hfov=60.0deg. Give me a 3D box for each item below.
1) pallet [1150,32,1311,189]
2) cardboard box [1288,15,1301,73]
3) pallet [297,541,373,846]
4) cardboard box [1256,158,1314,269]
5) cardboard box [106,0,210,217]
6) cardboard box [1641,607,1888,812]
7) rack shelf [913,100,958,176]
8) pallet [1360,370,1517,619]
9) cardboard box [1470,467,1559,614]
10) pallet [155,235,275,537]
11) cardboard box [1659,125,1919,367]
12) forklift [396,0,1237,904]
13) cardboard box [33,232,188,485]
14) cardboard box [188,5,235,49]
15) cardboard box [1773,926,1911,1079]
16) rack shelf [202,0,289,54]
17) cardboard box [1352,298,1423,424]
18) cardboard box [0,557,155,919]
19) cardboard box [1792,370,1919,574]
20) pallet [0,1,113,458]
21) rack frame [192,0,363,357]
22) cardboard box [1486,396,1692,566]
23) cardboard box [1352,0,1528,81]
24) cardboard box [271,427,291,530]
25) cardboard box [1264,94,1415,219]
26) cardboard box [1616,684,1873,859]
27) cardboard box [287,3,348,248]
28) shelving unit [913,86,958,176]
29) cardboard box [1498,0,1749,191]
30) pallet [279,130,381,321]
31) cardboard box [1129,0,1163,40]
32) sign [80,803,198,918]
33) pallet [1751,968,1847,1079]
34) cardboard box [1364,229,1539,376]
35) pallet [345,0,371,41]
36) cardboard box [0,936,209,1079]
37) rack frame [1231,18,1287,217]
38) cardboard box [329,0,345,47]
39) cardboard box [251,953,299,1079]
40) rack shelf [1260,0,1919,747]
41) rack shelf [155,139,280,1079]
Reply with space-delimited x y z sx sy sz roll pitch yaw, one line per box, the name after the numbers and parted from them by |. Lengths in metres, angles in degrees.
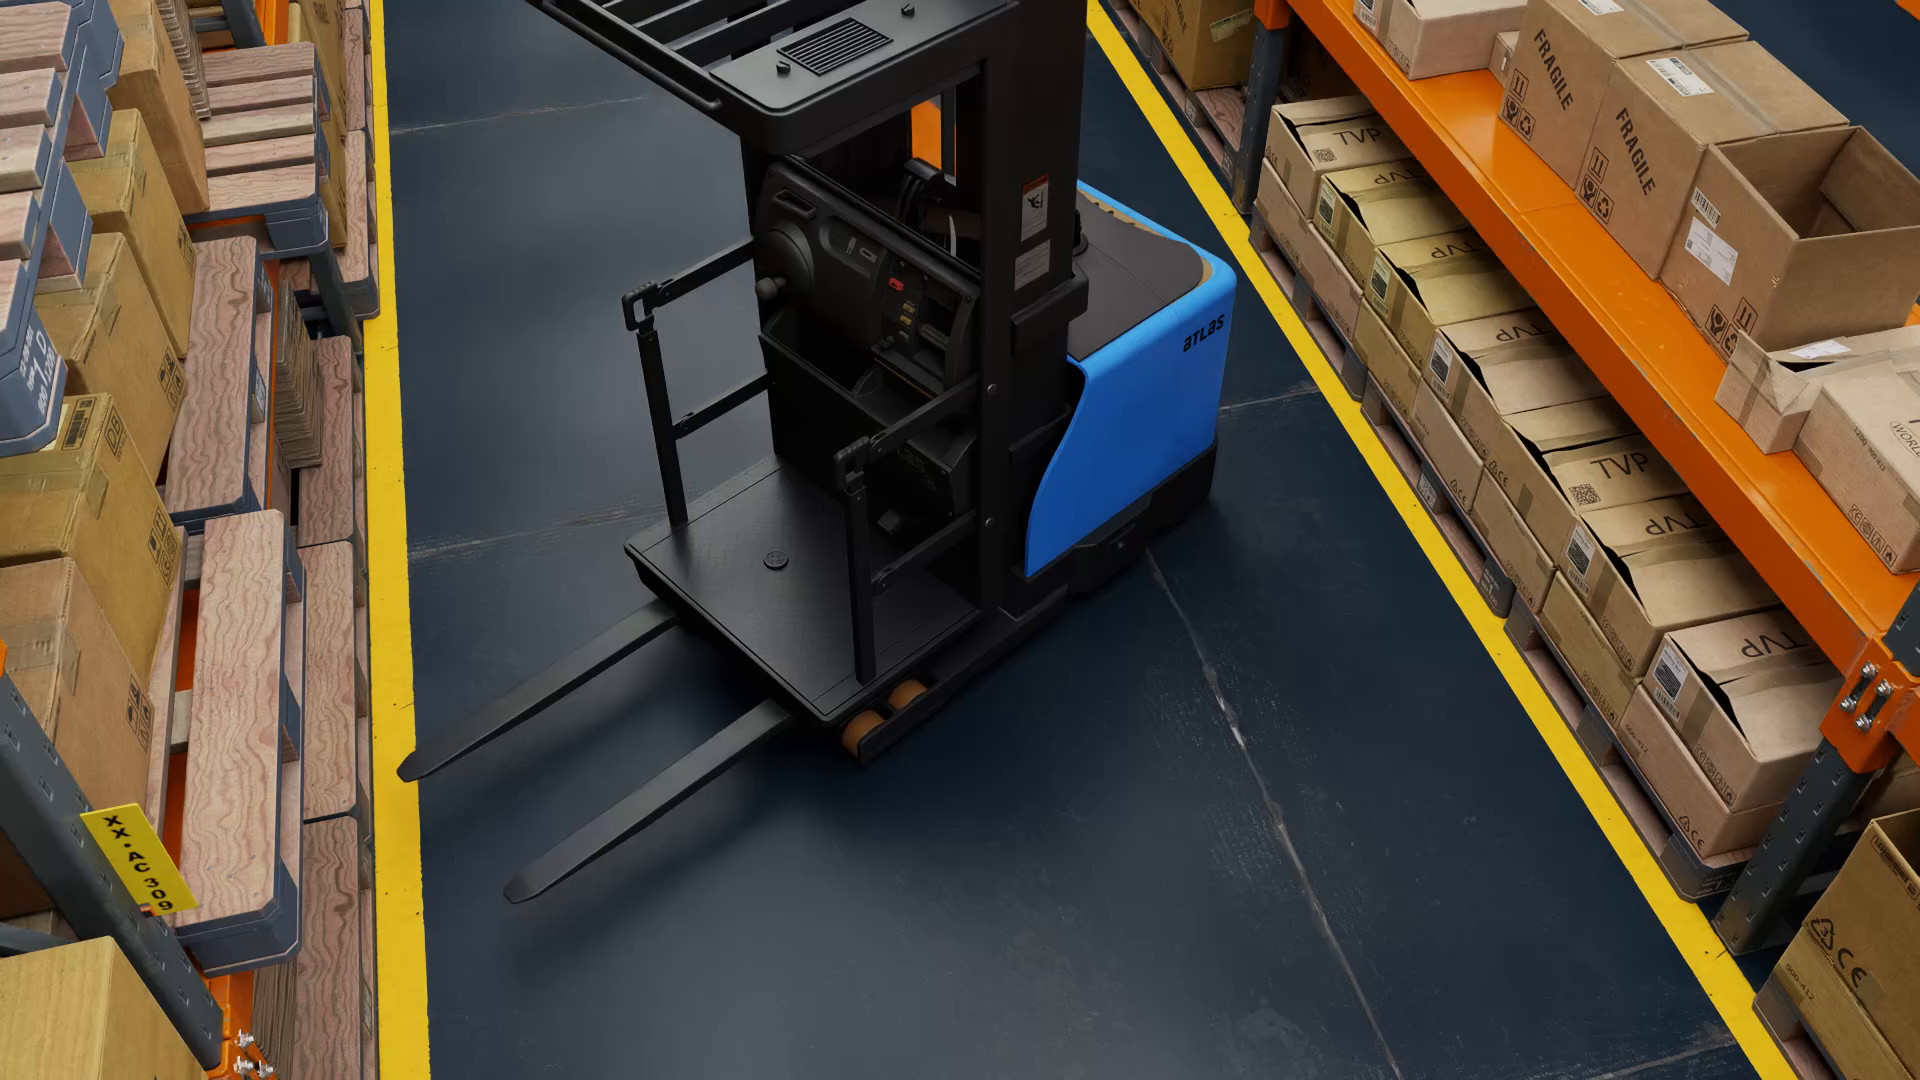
1.618 -2.231 8.288 1.003 0.211 1.213 -11 47 -10 | pallet
1.793 -2.690 8.229 0.500 0.500 0.500 -12 47 -12 | cardboard box
-2.508 0.580 5.533 1.003 0.211 1.213 -11 47 -10 | pallet
1.623 -1.454 7.206 0.500 0.250 0.500 -11 47 -10 | cardboard box
-2.716 -1.261 5.008 0.700 0.500 0.500 -15 47 -14 | cardboard box
2.416 0.469 4.928 0.500 0.311 0.500 -11 47 -10 | cardboard box
-0.125 -1.513 6.934 0.538 0.185 1.000 -25 51 -22 | rack shelf
2.254 -0.292 6.389 1.003 0.211 1.213 -11 47 -10 | pallet
2.151 -0.043 5.823 0.500 0.250 0.500 -10 46 -9 | cardboard box
-2.469 -0.350 4.627 1.003 0.211 1.213 -11 47 -10 | pallet
2.481 -0.855 4.917 0.500 0.500 0.500 -8 46 -7 | cardboard box
-0.451 -0.718 4.902 3.031 2.935 1.130 -34 55 -29 | forklift
-2.423 -0.397 4.161 0.700 0.500 0.500 -5 46 -5 | cardboard box
-2.876 -1.965 6.237 0.380 0.149 0.250 -11 47 -11 | cardboard box
2.622 1.268 4.538 0.500 0.250 0.500 -11 47 -10 | cardboard box
-3.527 -2.905 7.500 1.077 0.370 4.000 -11 47 -10 | rack shelf
1.891 -0.749 6.515 0.500 0.250 0.500 -12 47 -11 | cardboard box
-2.088 0.439 3.342 0.700 0.500 0.500 -11 47 -10 | cardboard box
2.628 -0.202 4.453 0.500 0.250 0.500 -8 46 -8 | cardboard box
-2.046 -0.444 2.616 1.213 0.211 1.003 -11 47 -10 | pallet
-3.015 -1.776 5.890 1.000 3.000 0.127 -11 47 -10 | rack frame
2.151 -0.234 5.617 0.500 0.311 0.500 -11 47 -10 | cardboard box
1.814 -2.000 6.172 0.500 0.311 0.500 -11 47 -11 | cardboard box
-2.761 -0.191 5.779 0.700 0.500 0.500 -11 47 -10 | cardboard box
1.623 -1.650 7.005 0.500 0.311 0.500 -9 46 -9 | cardboard box
2.410 0.659 5.135 0.500 0.250 0.500 -11 47 -11 | cardboard box
-3.077 -1.702 7.029 0.750 0.750 0.750 -11 47 -11 | cardboard box
-0.130 -1.644 6.811 0.587 1.500 1.083 -25 51 -22 | shelving unit
2.218 -1.564 5.612 0.500 0.500 0.500 -13 47 -12 | cardboard box
-3.144 -1.358 7.433 1.003 0.211 1.213 -11 47 -10 | pallet
1.174 -2.924 8.457 0.500 0.500 0.500 -12 47 -12 | cardboard box
-1.469 0.578 2.977 0.100 0.325 0.005 -11 47 -10 | sign
2.960 1.610 4.524 1.003 0.211 1.213 -11 47 -10 | pallet
1.894 -0.936 6.306 0.500 0.311 0.500 -12 47 -11 | cardboard box
-3.769 -3.043 9.084 1.003 0.211 1.213 -11 47 -10 | pallet
-1.571 1.038 2.698 0.500 0.500 0.500 -11 47 -10 | cardboard box
1.772 -2.684 6.781 1.000 3.000 0.127 -11 47 -10 | rack frame
-3.517 -2.894 8.197 0.750 0.750 0.750 -9 46 -9 | cardboard box
-2.196 1.201 4.415 0.700 0.500 0.500 -9 46 -9 | cardboard box
2.285 -1.052 5.684 1.077 0.370 4.000 -11 47 -10 | rack shelf
-2.503 -0.143 4.794 1.077 0.370 4.000 -11 47 -10 | rack shelf
